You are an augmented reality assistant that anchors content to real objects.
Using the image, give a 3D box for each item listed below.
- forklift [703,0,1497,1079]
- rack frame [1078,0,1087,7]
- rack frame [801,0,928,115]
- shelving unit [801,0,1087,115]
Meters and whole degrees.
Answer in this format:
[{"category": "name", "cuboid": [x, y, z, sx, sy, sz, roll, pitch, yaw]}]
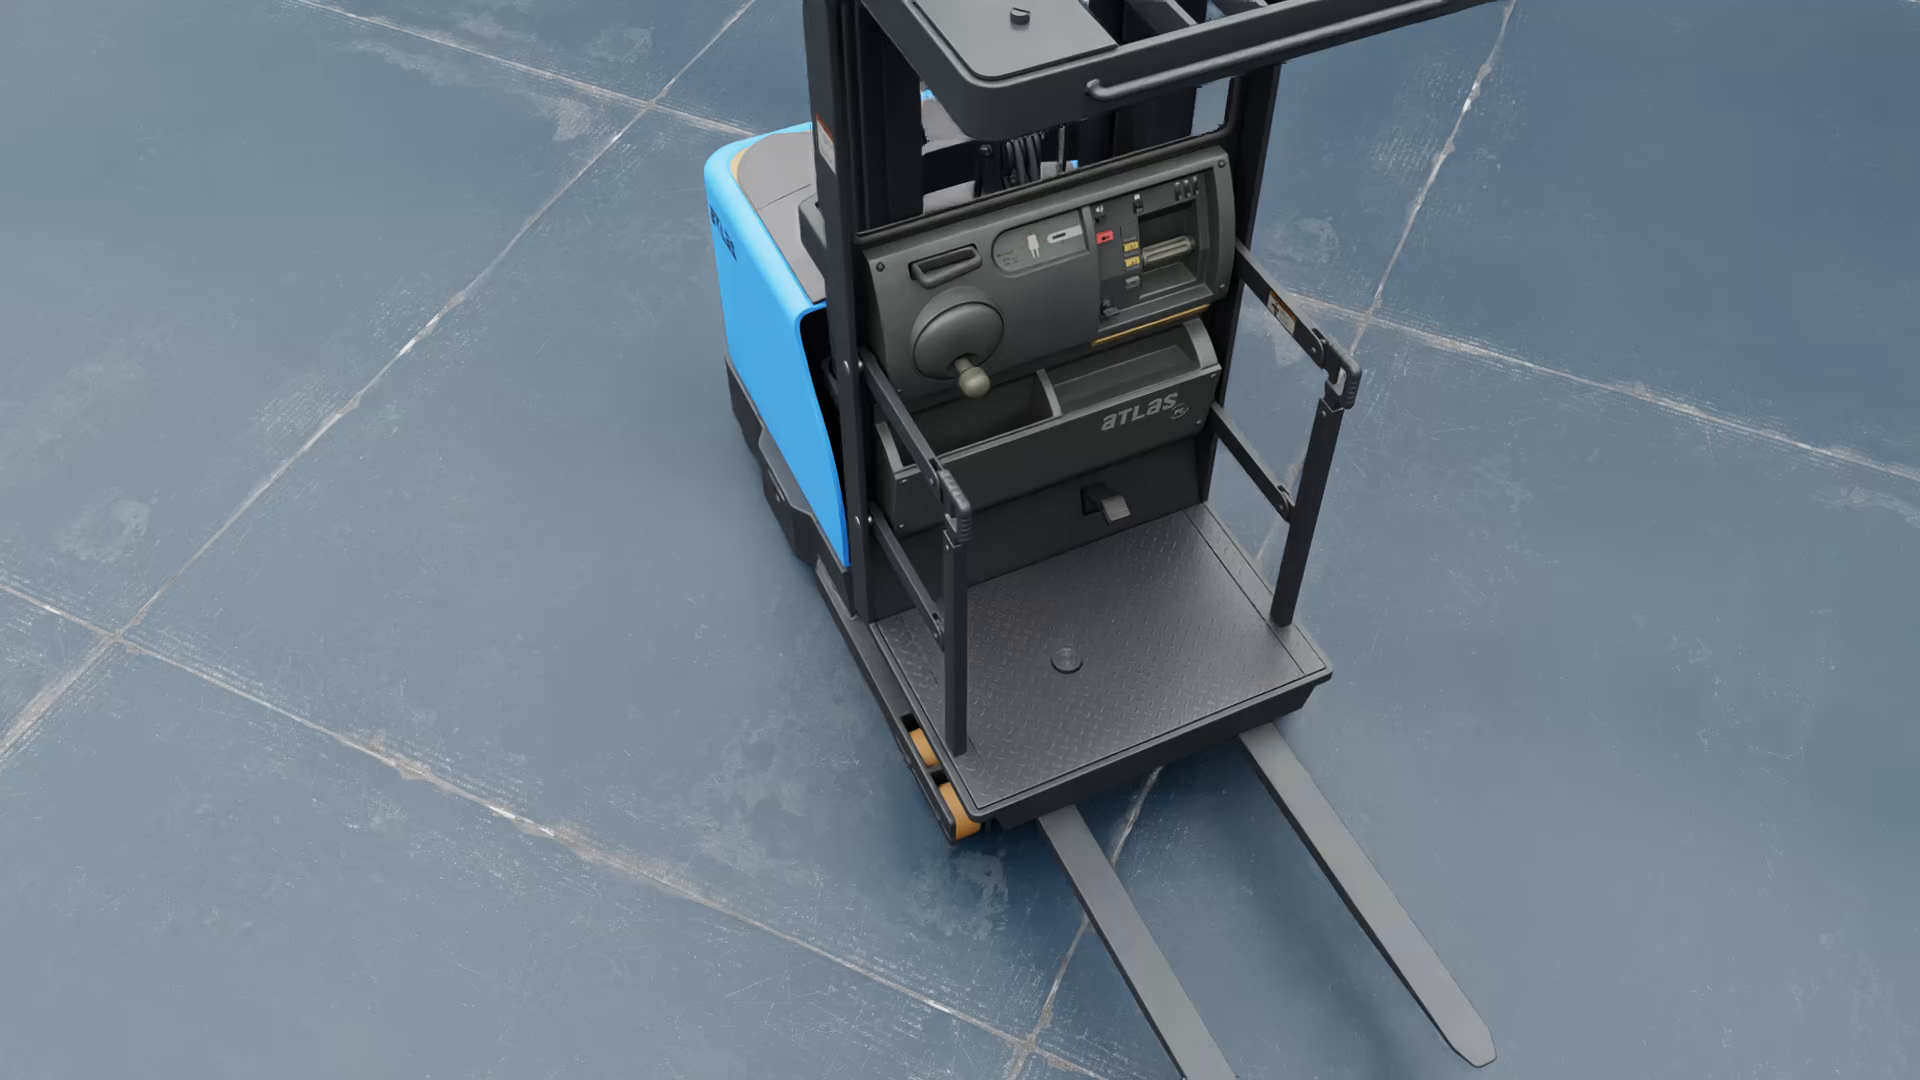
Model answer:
[{"category": "forklift", "cuboid": [0.323, -0.521, 3.769, 1.130, 2.935, 3.031, -20, 52, -16]}, {"category": "rack frame", "cuboid": [0.314, -1.967, 5.939, 0.500, 1.500, 0.032, 29, 56, 23]}, {"category": "rack frame", "cuboid": [-0.288, -1.343, 5.408, 0.500, 1.500, 0.032, 29, 56, 23]}, {"category": "shelving unit", "cuboid": [0.019, -1.660, 5.678, 0.587, 1.500, 1.083, 29, 56, 23]}]
